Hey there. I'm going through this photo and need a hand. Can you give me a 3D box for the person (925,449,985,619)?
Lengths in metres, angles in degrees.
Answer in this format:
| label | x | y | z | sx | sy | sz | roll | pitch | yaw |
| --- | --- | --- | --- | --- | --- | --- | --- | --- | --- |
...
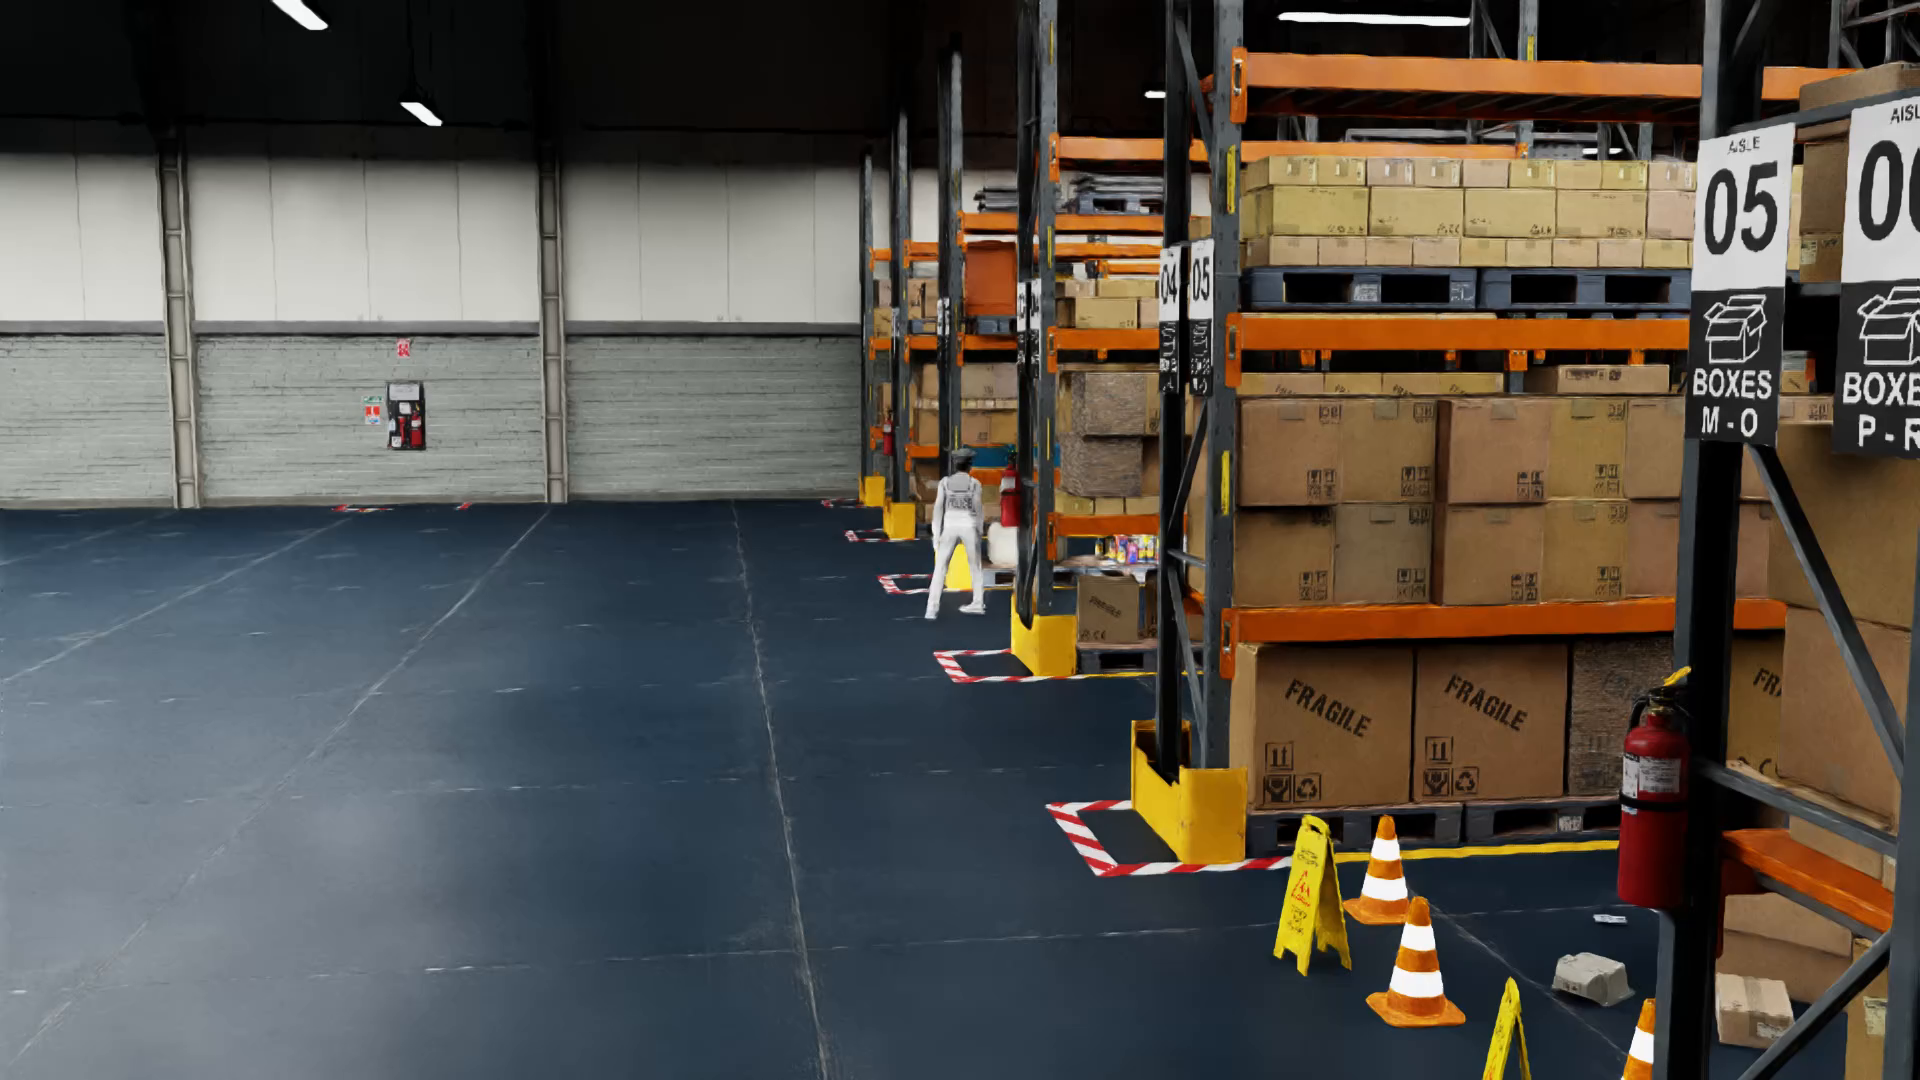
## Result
| label | x | y | z | sx | sy | sz | roll | pitch | yaw |
| --- | --- | --- | --- | --- | --- | --- | --- | --- | --- |
| person | -0.049 | -0.058 | 16.374 | 0.579 | 1.666 | 0.552 | 0 | 7 | 4 |
